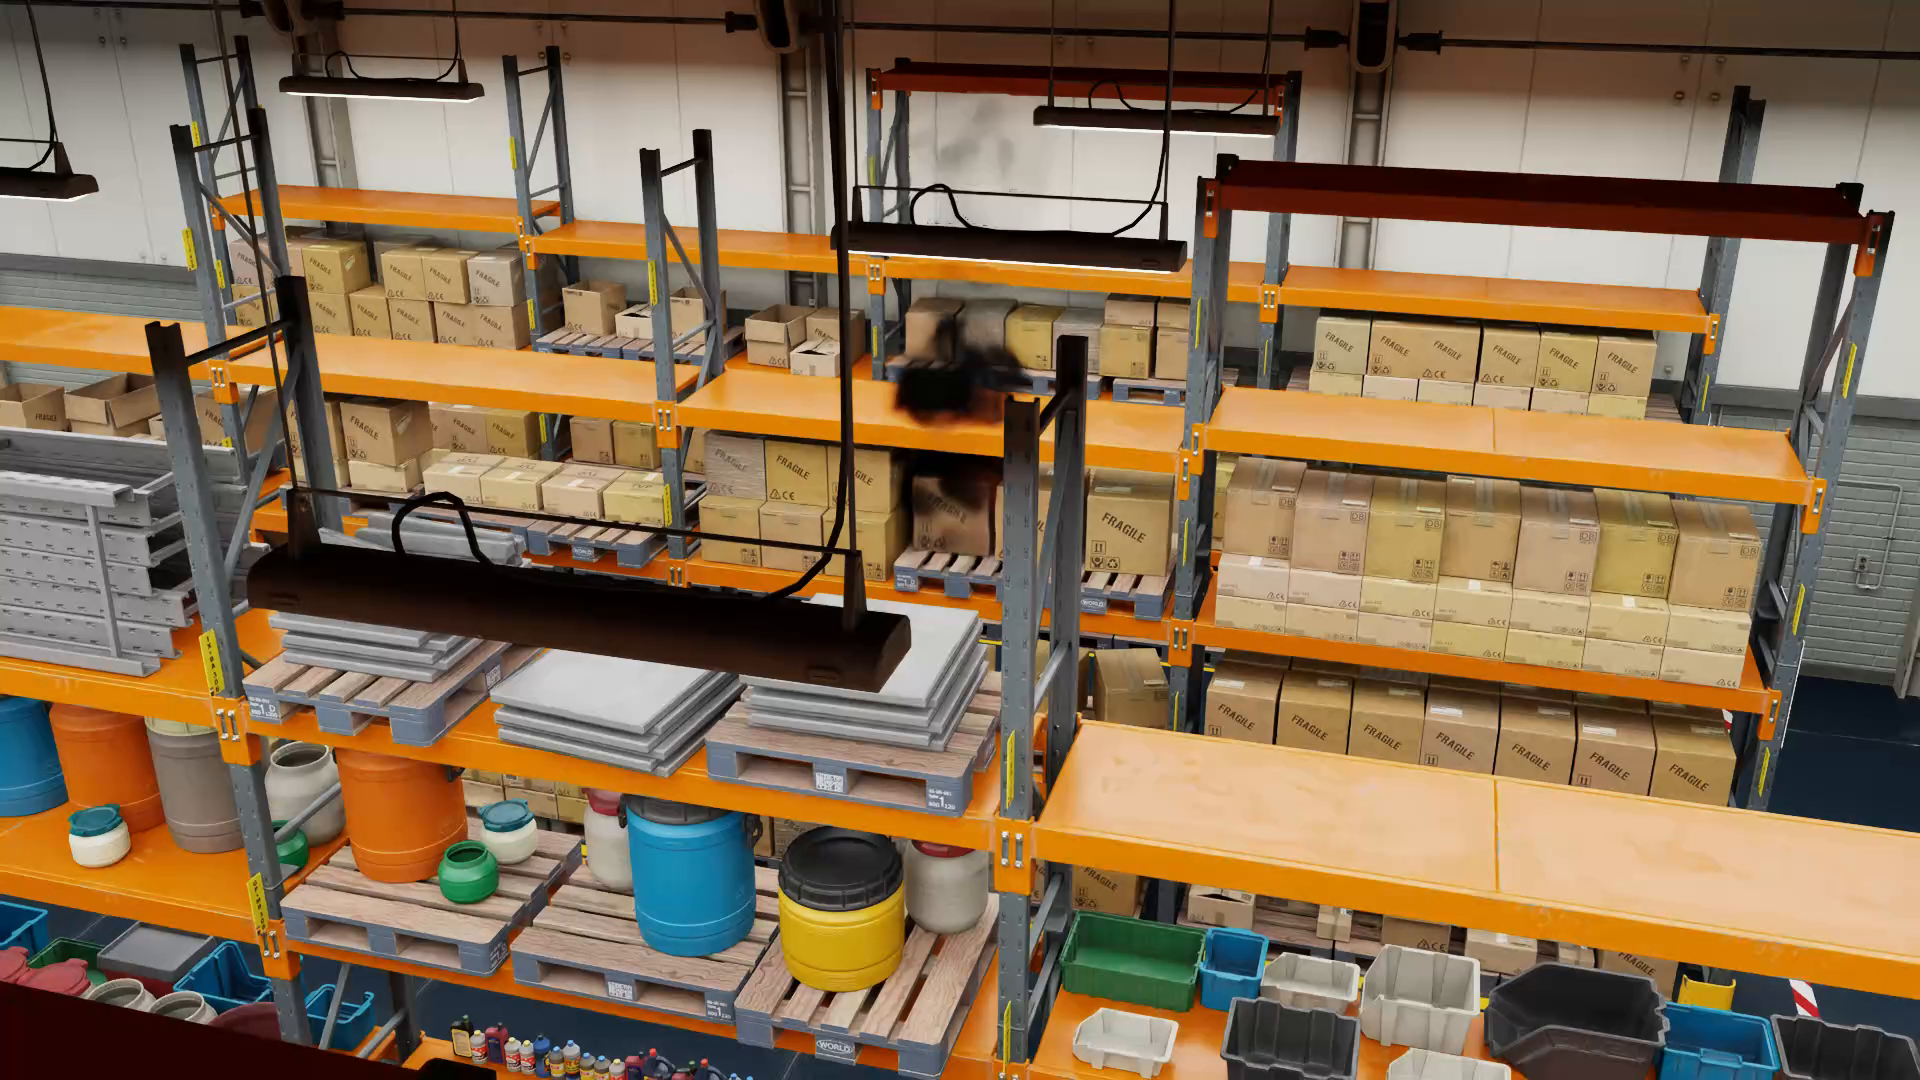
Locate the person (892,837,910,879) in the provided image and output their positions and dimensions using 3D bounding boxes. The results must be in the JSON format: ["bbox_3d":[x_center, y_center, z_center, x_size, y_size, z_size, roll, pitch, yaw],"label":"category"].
[{"bbox_3d":[-0.396,2.819,11.794,0.938,1.632,0.575,4,23,10],"label":"person"}]
